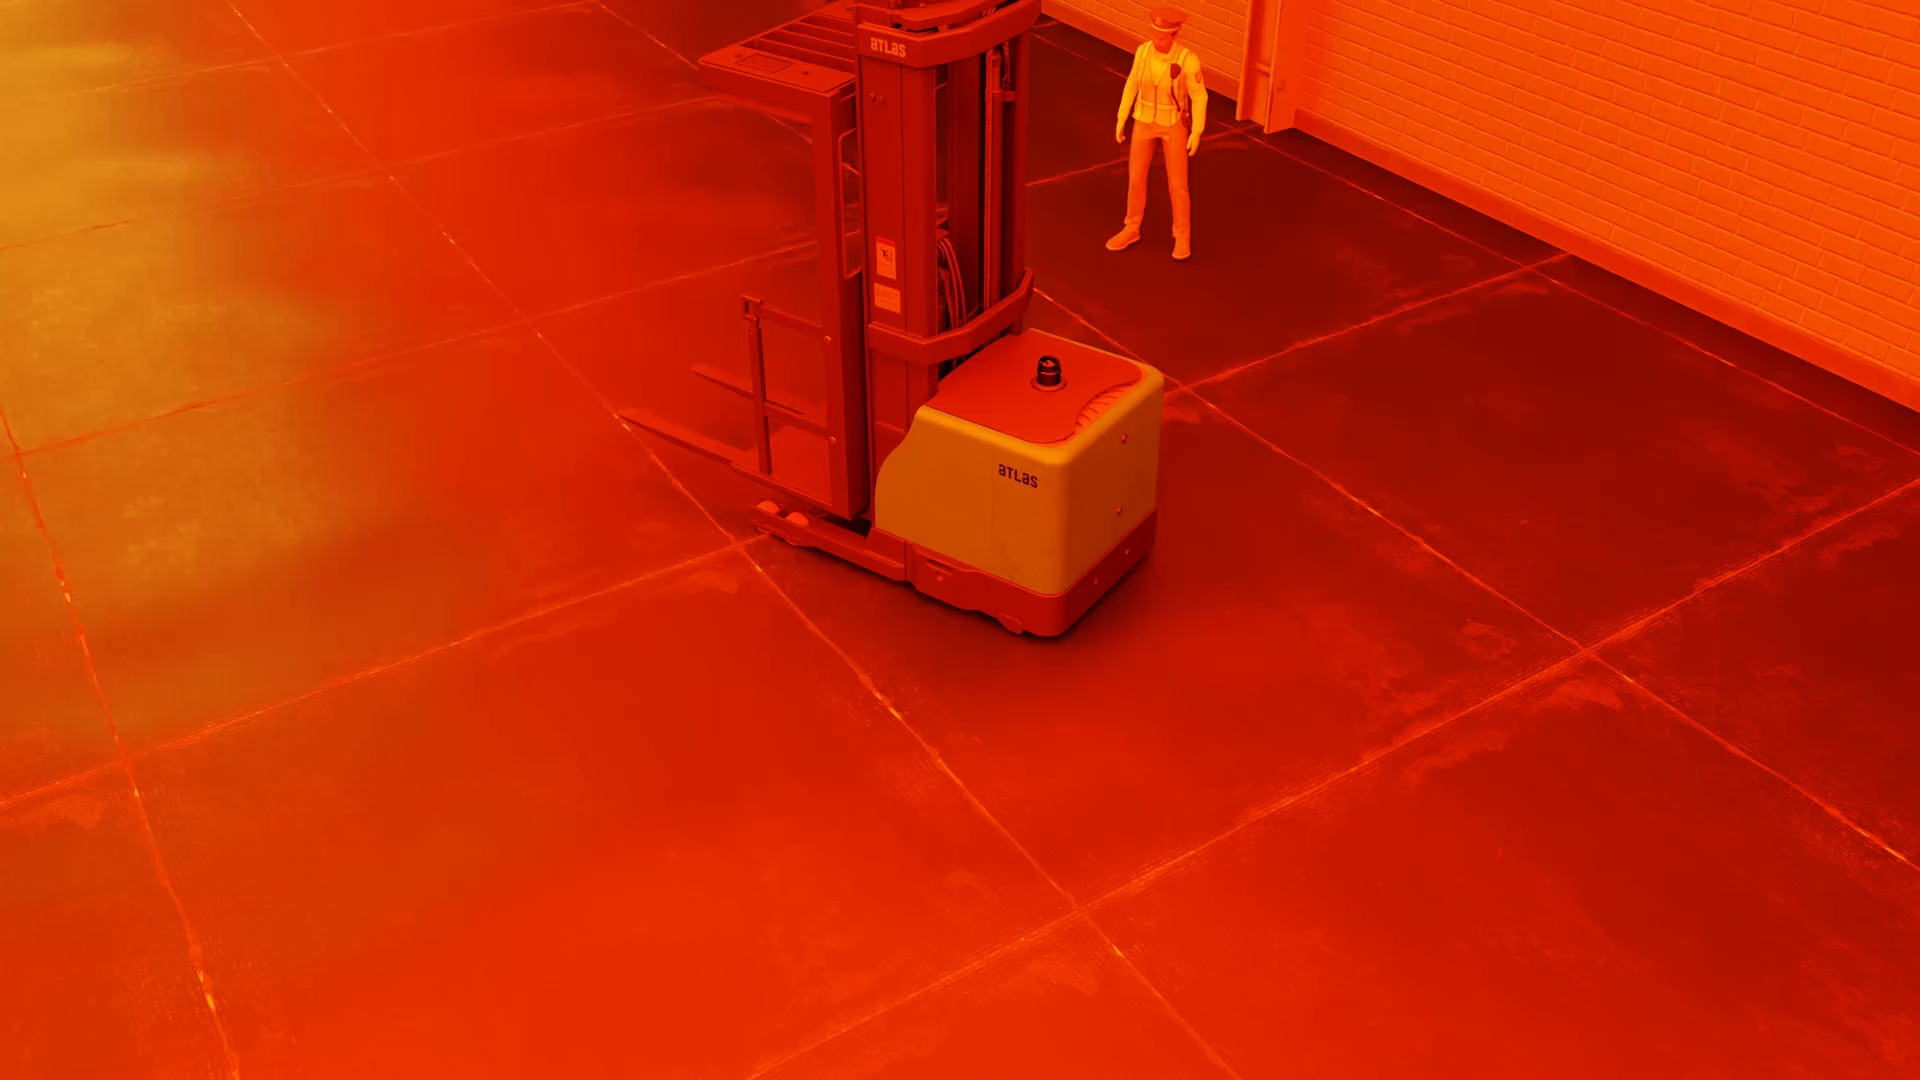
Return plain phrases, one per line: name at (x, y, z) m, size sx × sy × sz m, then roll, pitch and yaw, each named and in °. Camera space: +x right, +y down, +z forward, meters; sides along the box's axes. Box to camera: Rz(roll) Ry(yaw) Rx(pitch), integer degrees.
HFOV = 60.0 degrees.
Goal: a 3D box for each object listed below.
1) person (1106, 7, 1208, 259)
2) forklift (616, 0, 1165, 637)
person at (1.339, -2.744, 11.161) m, size 0.613 × 1.670 × 0.418 m, roll 16°, pitch 38°, yaw 21°
forklift at (-0.500, -1.399, 8.138) m, size 3.031 × 2.935 × 1.130 m, roll 22°, pitch 41°, yaw 28°
